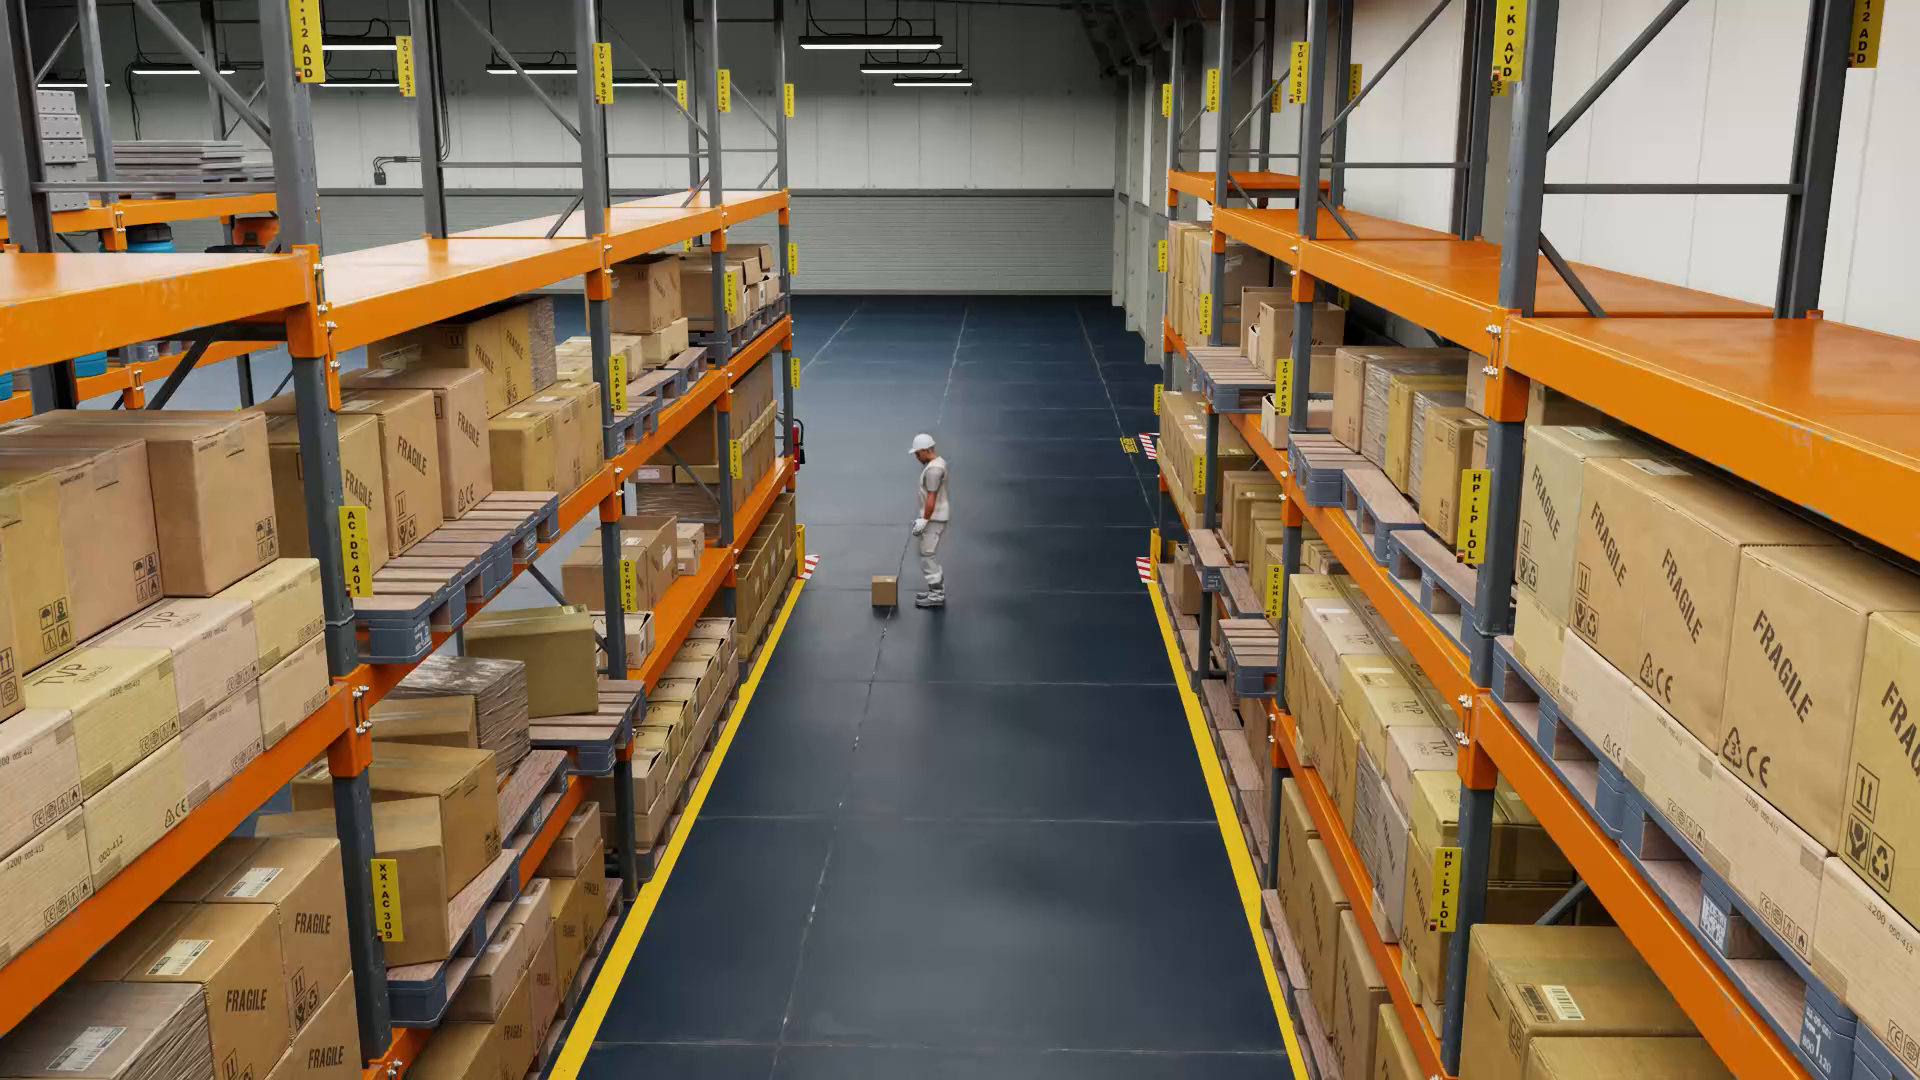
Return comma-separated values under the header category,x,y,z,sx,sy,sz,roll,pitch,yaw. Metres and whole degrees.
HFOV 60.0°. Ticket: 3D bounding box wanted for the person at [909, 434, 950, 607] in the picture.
category,x,y,z,sx,sy,sz,roll,pitch,yaw
person,-0.309,-0.205,16.851,0.414,1.757,0.536,1,14,3
